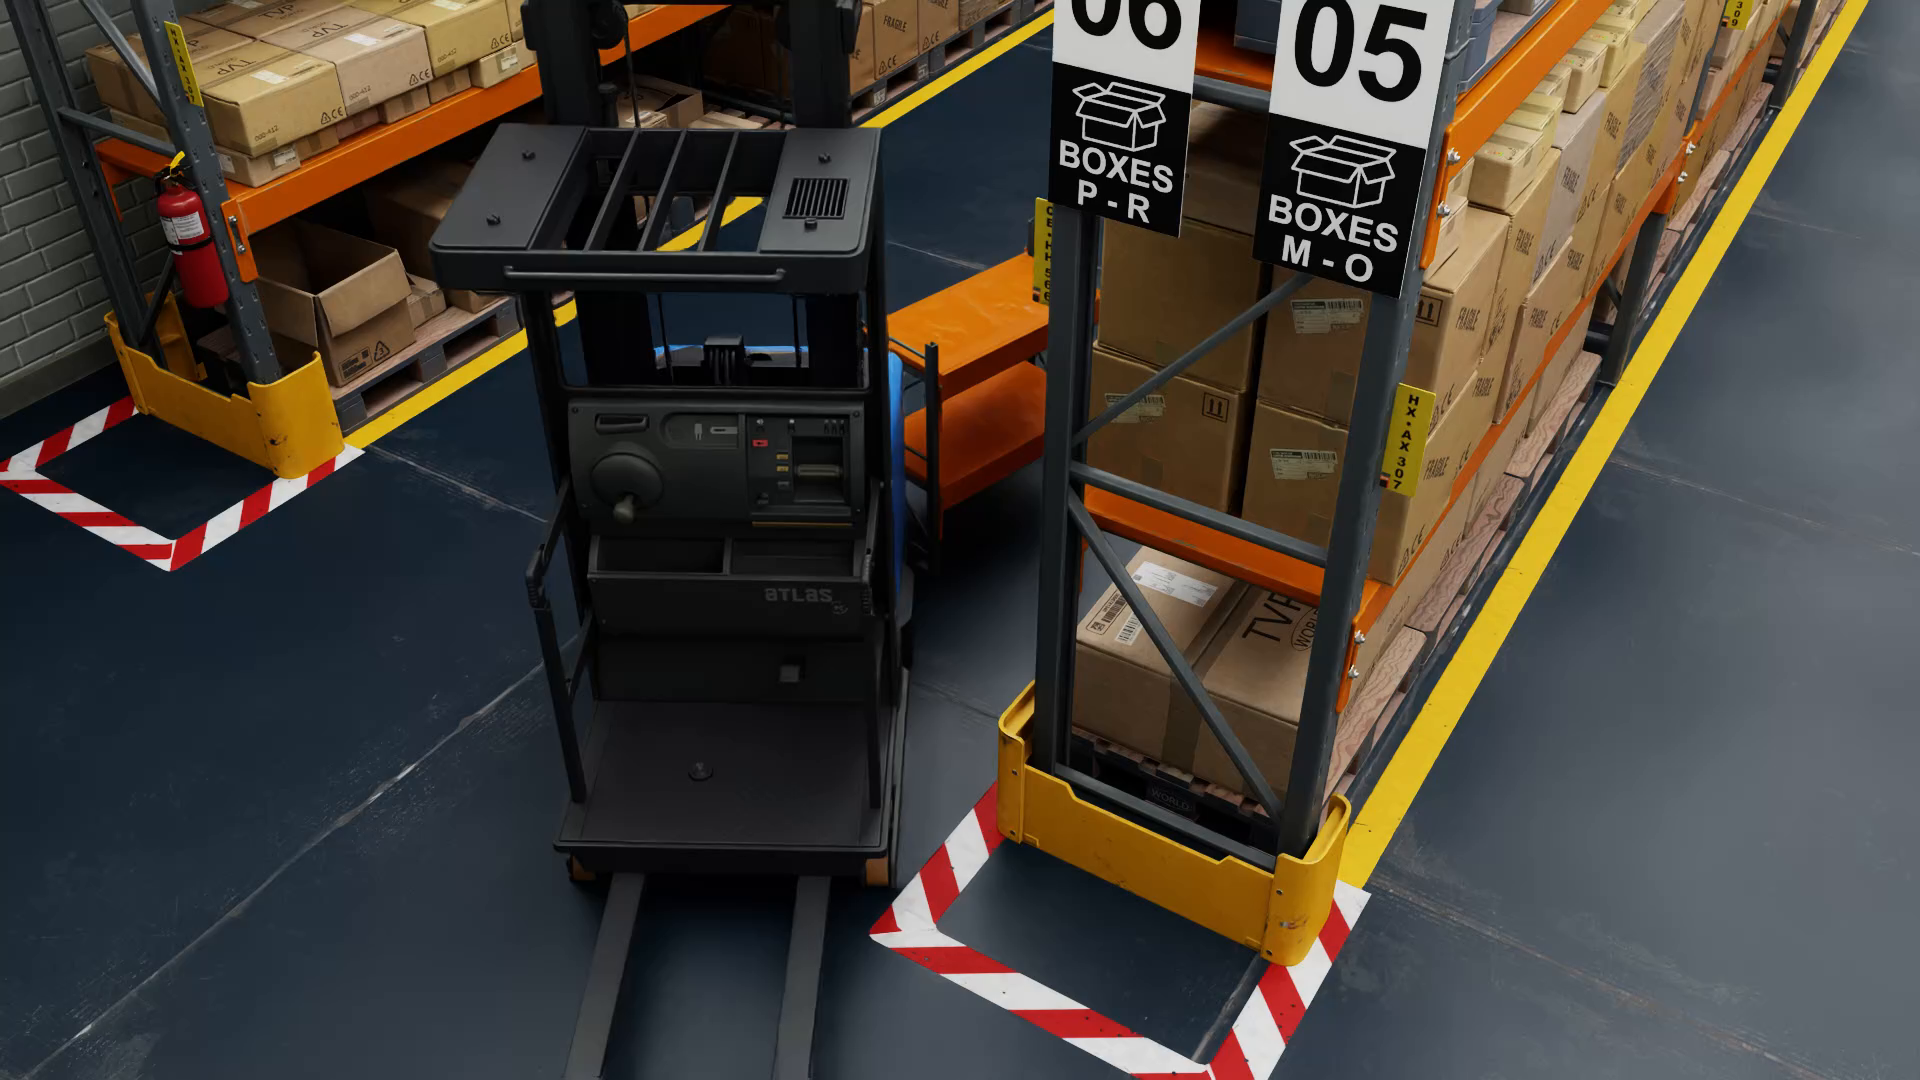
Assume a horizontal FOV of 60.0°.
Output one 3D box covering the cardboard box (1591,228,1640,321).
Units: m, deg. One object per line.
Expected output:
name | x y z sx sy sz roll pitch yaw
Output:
cardboard box | 3.112 -1.801 8.526 0.875 0.875 0.875 23 43 26

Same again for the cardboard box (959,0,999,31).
cardboard box | -0.066 -3.904 11.560 0.500 0.500 0.500 20 42 24

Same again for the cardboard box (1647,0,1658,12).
cardboard box | 2.352 -2.057 6.030 0.380 0.149 0.250 21 42 25

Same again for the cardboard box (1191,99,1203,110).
cardboard box | 0.910 -1.311 5.062 0.380 0.149 0.250 21 42 25

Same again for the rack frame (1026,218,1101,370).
rack frame | 0.476 -0.834 7.411 0.032 1.125 0.500 -30 47 -33

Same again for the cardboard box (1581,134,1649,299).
cardboard box | 2.287 -1.317 6.419 0.500 0.500 0.500 21 42 24

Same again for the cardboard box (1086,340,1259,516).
cardboard box | 0.739 -0.444 5.287 0.500 0.500 0.500 21 42 25

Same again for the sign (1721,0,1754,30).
sign | 3.317 -2.324 7.034 0.100 0.325 0.005 21 42 25

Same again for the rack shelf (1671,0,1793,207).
rack shelf | 3.919 -2.877 9.114 1.077 0.370 4.000 21 42 25

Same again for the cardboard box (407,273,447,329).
cardboard box | -2.821 -1.218 8.365 0.380 0.149 0.250 19 42 23

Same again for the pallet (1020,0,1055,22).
pallet | 0.365 -4.338 12.704 1.003 0.211 1.213 21 42 25

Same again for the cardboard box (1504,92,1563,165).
cardboard box | 1.570 -1.250 4.983 0.380 0.149 0.250 20 42 24

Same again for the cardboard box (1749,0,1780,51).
cardboard box | 3.870 -2.738 8.468 0.500 0.250 0.500 21 42 25

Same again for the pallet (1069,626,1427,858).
pallet | 1.067 0.598 6.302 1.003 0.211 1.213 21 42 25

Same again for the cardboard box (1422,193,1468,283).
cardboard box | 1.128 -0.854 4.468 0.380 0.149 0.250 22 43 26

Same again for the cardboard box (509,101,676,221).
cardboard box | -2.034 -2.114 9.239 0.700 0.500 0.500 20 42 23

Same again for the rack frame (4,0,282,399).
rack frame | -3.489 -1.690 6.986 1.000 3.000 0.127 21 42 25

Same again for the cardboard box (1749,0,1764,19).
cardboard box | 3.577 -2.682 7.986 0.500 0.250 0.500 22 43 26

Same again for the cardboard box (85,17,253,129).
cardboard box | -3.467 -2.073 7.361 0.500 0.250 0.500 22 43 26

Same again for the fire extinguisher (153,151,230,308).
fire extinguisher | -3.178 -1.285 6.829 0.296 0.674 0.183 21 42 25

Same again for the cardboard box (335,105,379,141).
cardboard box | -2.873 -1.964 7.546 0.380 0.149 0.250 21 42 25

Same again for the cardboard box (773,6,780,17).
cardboard box | -0.929 -3.284 10.225 0.380 0.149 0.250 23 43 27

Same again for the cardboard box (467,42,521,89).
cardboard box | -2.349 -2.318 8.006 0.380 0.149 0.250 20 42 24

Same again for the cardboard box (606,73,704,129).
cardboard box | -1.899 -2.591 10.012 0.500 0.311 0.500 23 43 27

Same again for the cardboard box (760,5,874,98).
cardboard box | -0.897 -3.105 10.524 0.500 0.500 0.500 23 43 27

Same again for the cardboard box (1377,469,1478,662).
cardboard box | 1.457 -0.068 6.636 0.875 0.438 0.875 22 43 26

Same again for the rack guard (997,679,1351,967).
rack guard | 0.691 0.934 5.629 1.175 0.500 0.348 21 42 25

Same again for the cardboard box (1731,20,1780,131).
cardboard box | 4.550 -3.189 10.326 0.875 0.875 0.875 21 42 25

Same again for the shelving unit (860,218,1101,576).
shelving unit | 0.105 -0.622 7.135 1.048 1.125 0.538 -30 47 -33

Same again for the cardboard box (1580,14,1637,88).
cardboard box | 1.995 -1.639 5.488 0.380 0.149 0.250 20 42 24

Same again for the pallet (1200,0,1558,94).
pallet | 1.093 -1.607 4.494 1.003 0.211 1.213 21 42 25

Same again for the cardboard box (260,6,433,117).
cardboard box | -2.748 -2.155 7.467 0.500 0.250 0.500 22 43 26

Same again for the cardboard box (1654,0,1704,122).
cardboard box | 2.549 -1.974 6.453 0.500 0.500 0.500 21 42 24

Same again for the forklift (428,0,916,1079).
forklift | -0.768 -0.172 5.072 1.130 2.935 3.031 1 38 1

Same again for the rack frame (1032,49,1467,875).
rack frame | 0.704 -0.069 4.882 1.000 3.000 0.127 21 42 25

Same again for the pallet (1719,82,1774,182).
pallet | 4.504 -2.707 10.588 1.003 0.211 1.213 21 42 25

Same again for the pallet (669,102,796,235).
pallet | -1.715 -2.294 10.053 1.003 0.211 1.213 21 42 25

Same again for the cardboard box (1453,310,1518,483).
cardboard box | 1.451 -0.532 5.401 0.500 0.500 0.500 21 42 25

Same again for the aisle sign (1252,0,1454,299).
aisle sign | 0.911 -0.966 3.917 0.394 0.787 0.004 21 42 25

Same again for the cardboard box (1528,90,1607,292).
cardboard box | 1.742 -1.195 5.443 0.500 0.500 0.500 21 42 25
